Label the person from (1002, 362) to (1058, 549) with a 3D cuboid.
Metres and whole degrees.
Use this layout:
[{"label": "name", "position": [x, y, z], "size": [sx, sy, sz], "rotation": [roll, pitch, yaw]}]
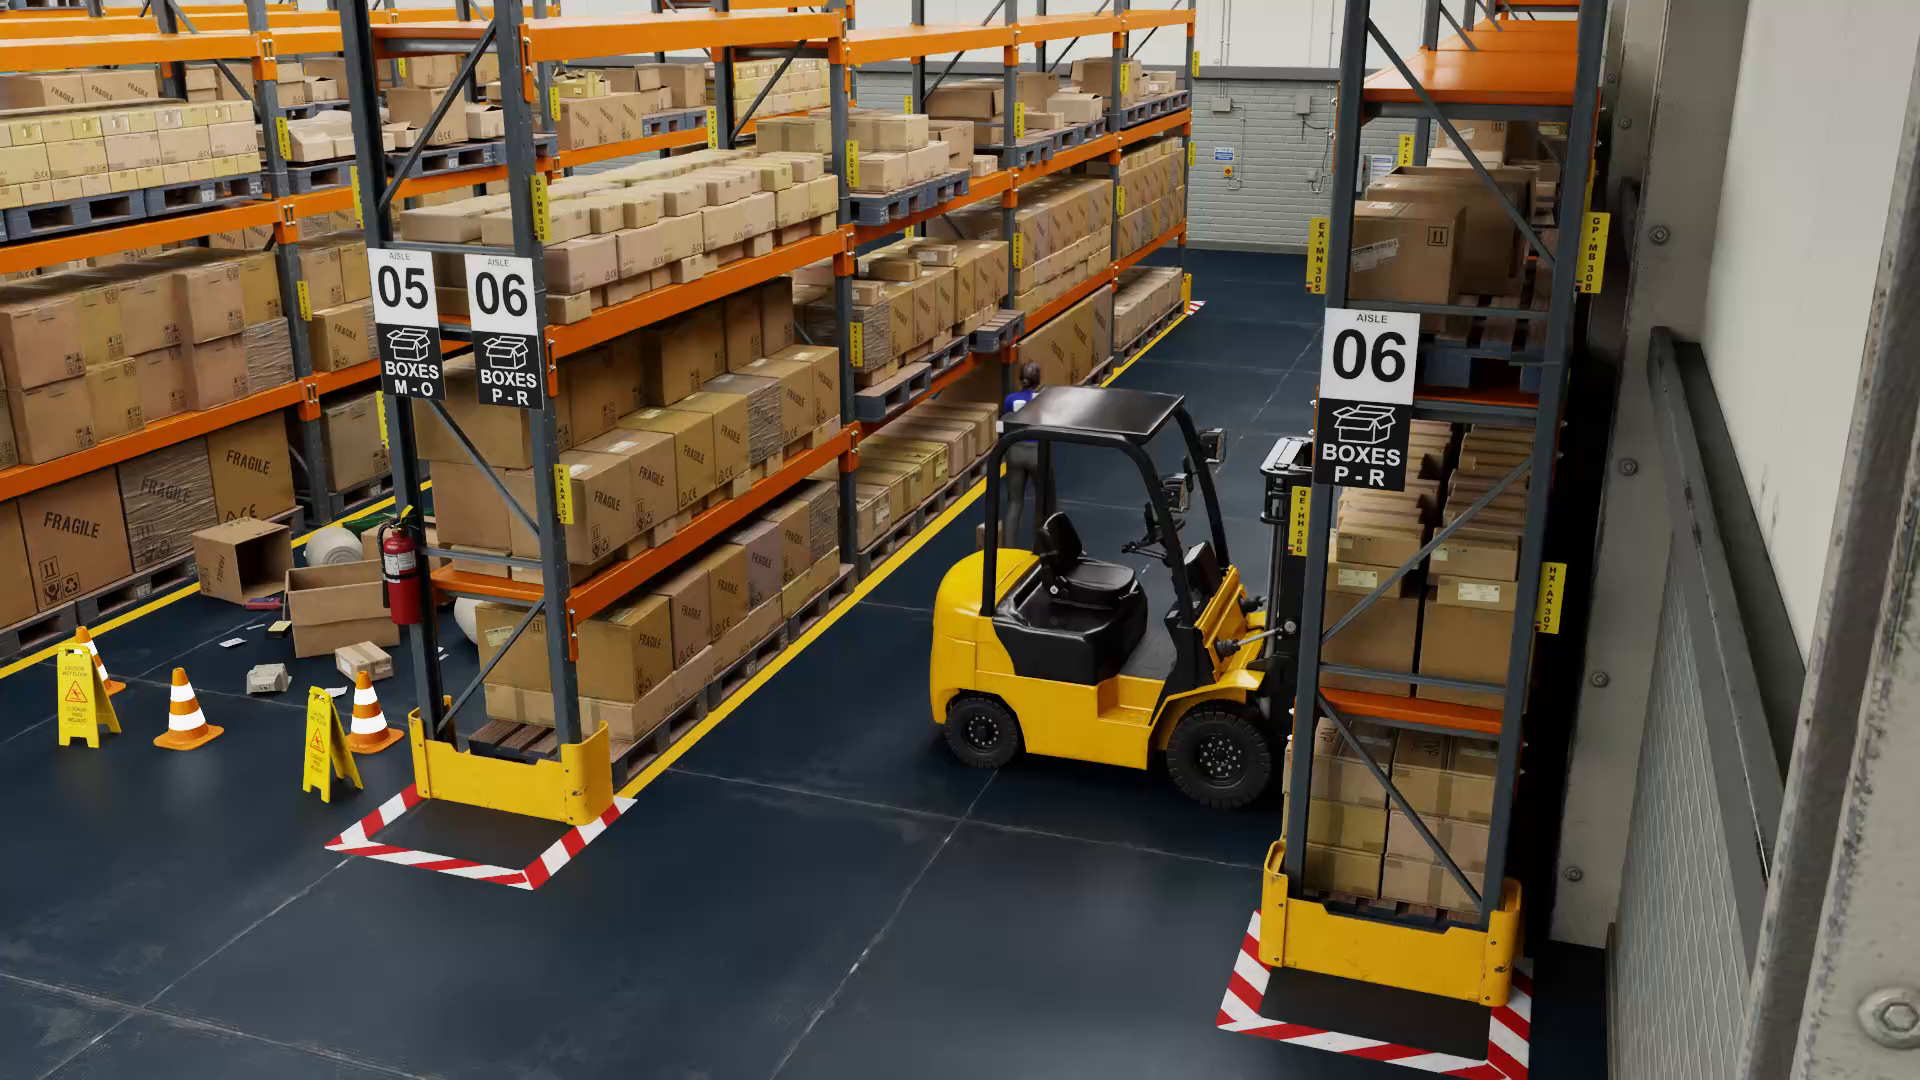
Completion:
[{"label": "person", "position": [0.584, -0.676, 13.530], "size": [0.468, 1.585, 0.984], "rotation": [7, 20, 20]}]
